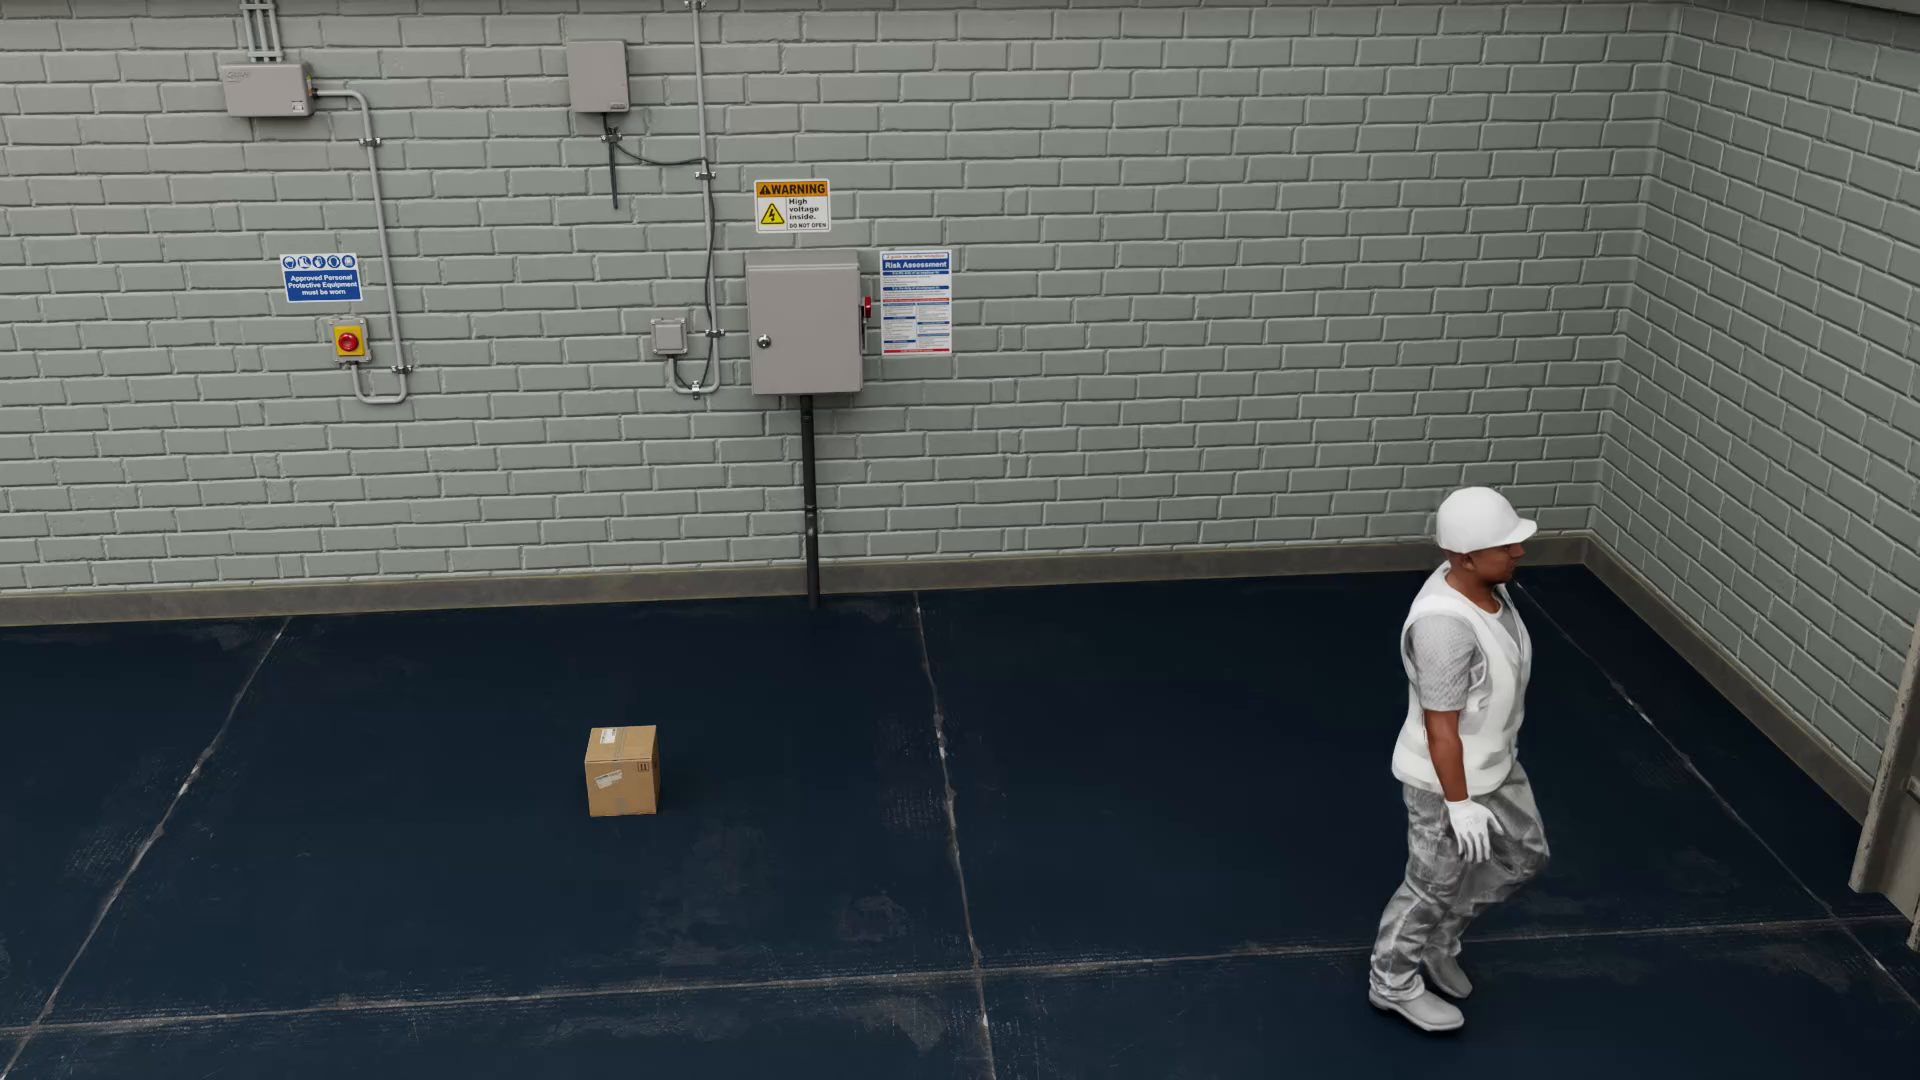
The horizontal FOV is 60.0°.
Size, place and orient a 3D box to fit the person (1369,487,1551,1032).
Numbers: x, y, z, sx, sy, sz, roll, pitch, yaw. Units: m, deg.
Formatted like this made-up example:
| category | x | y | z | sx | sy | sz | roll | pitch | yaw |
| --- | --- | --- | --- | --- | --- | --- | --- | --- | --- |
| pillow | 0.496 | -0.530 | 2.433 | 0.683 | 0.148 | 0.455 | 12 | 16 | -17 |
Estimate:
| category | x | y | z | sx | sy | sz | roll | pitch | yaw |
| --- | --- | --- | --- | --- | --- | --- | --- | --- | --- |
| person | 1.519 | 0.698 | 4.930 | 0.464 | 1.803 | 0.560 | 13 | 27 | 28 |
